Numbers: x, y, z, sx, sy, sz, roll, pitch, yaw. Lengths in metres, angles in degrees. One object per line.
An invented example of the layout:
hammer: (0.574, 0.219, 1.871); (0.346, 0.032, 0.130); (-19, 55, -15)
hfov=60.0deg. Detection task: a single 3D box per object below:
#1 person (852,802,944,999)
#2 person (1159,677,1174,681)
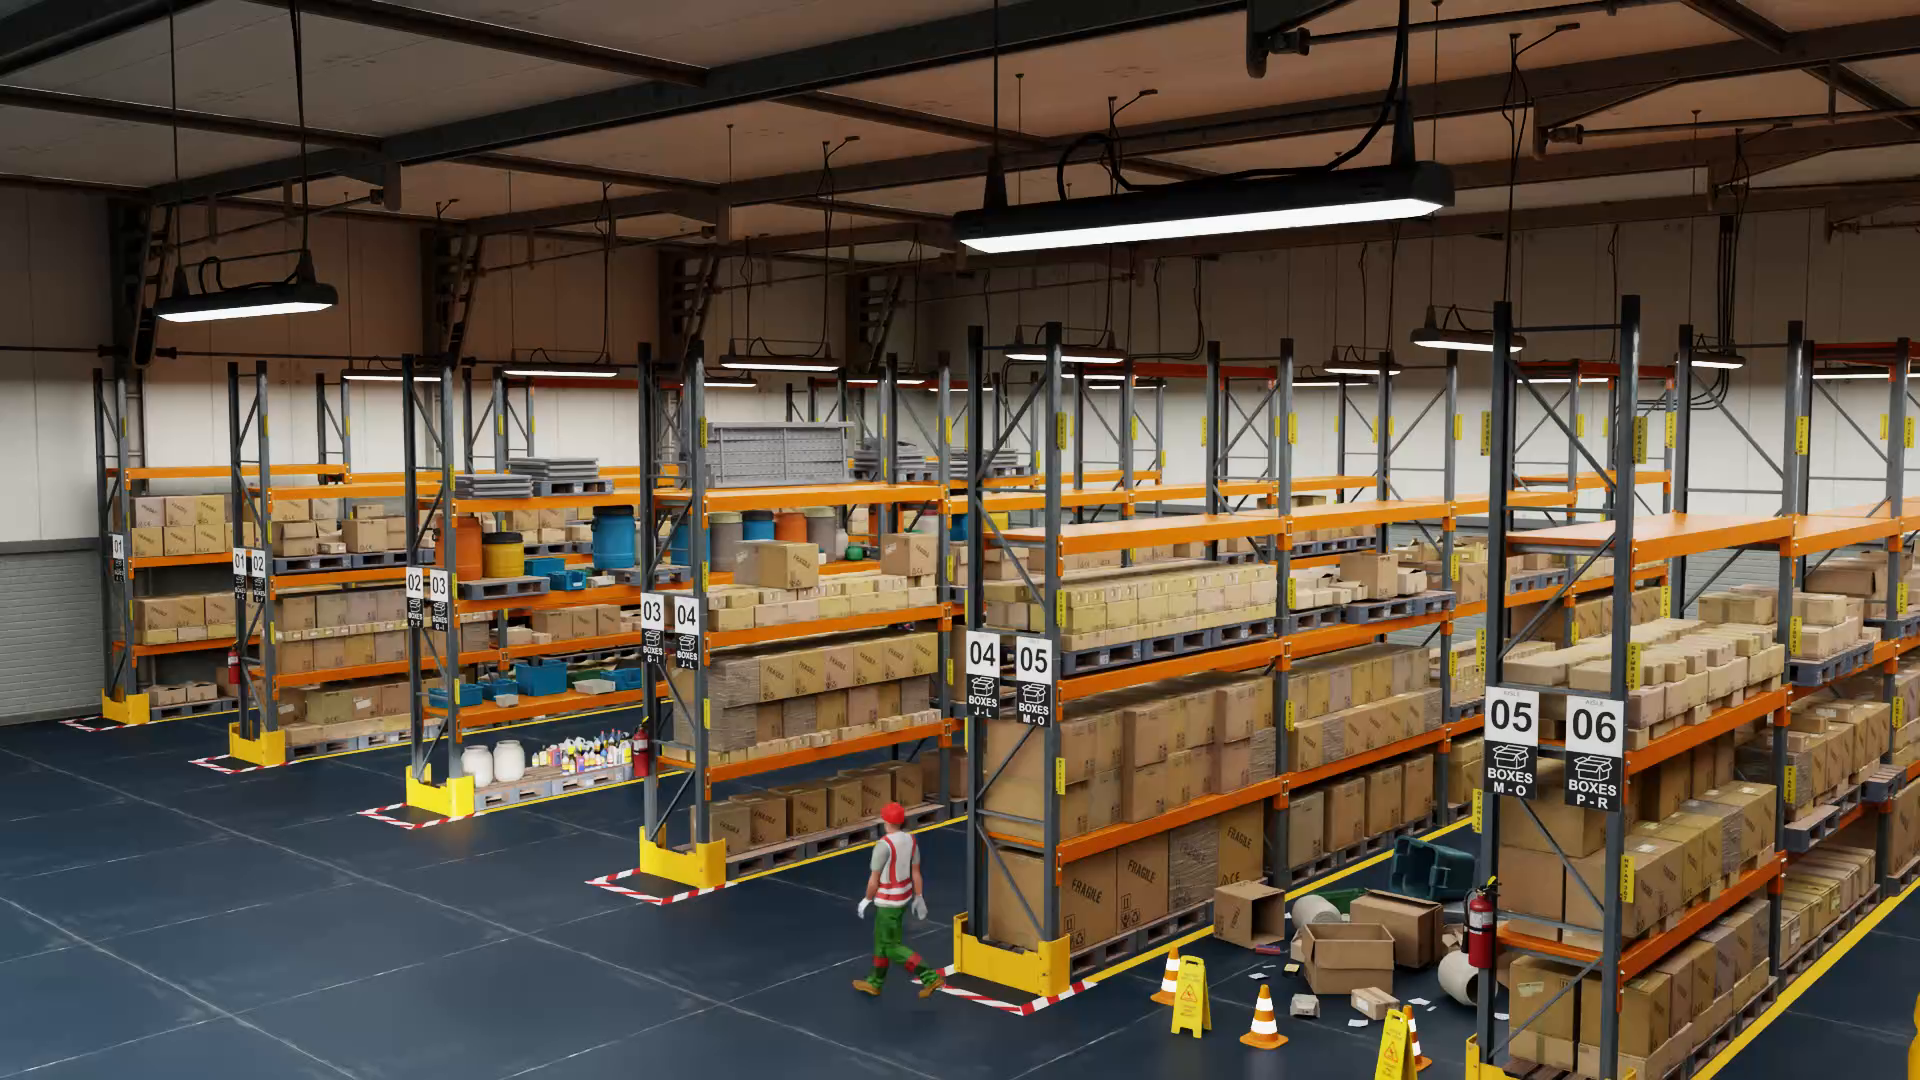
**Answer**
person: (-0.564, 3.200, 14.685); (0.952, 1.776, 0.490); (1, 4, 18)
person: (2.771, 2.604, 22.710); (0.418, 1.782, 0.580); (1, 4, 17)
